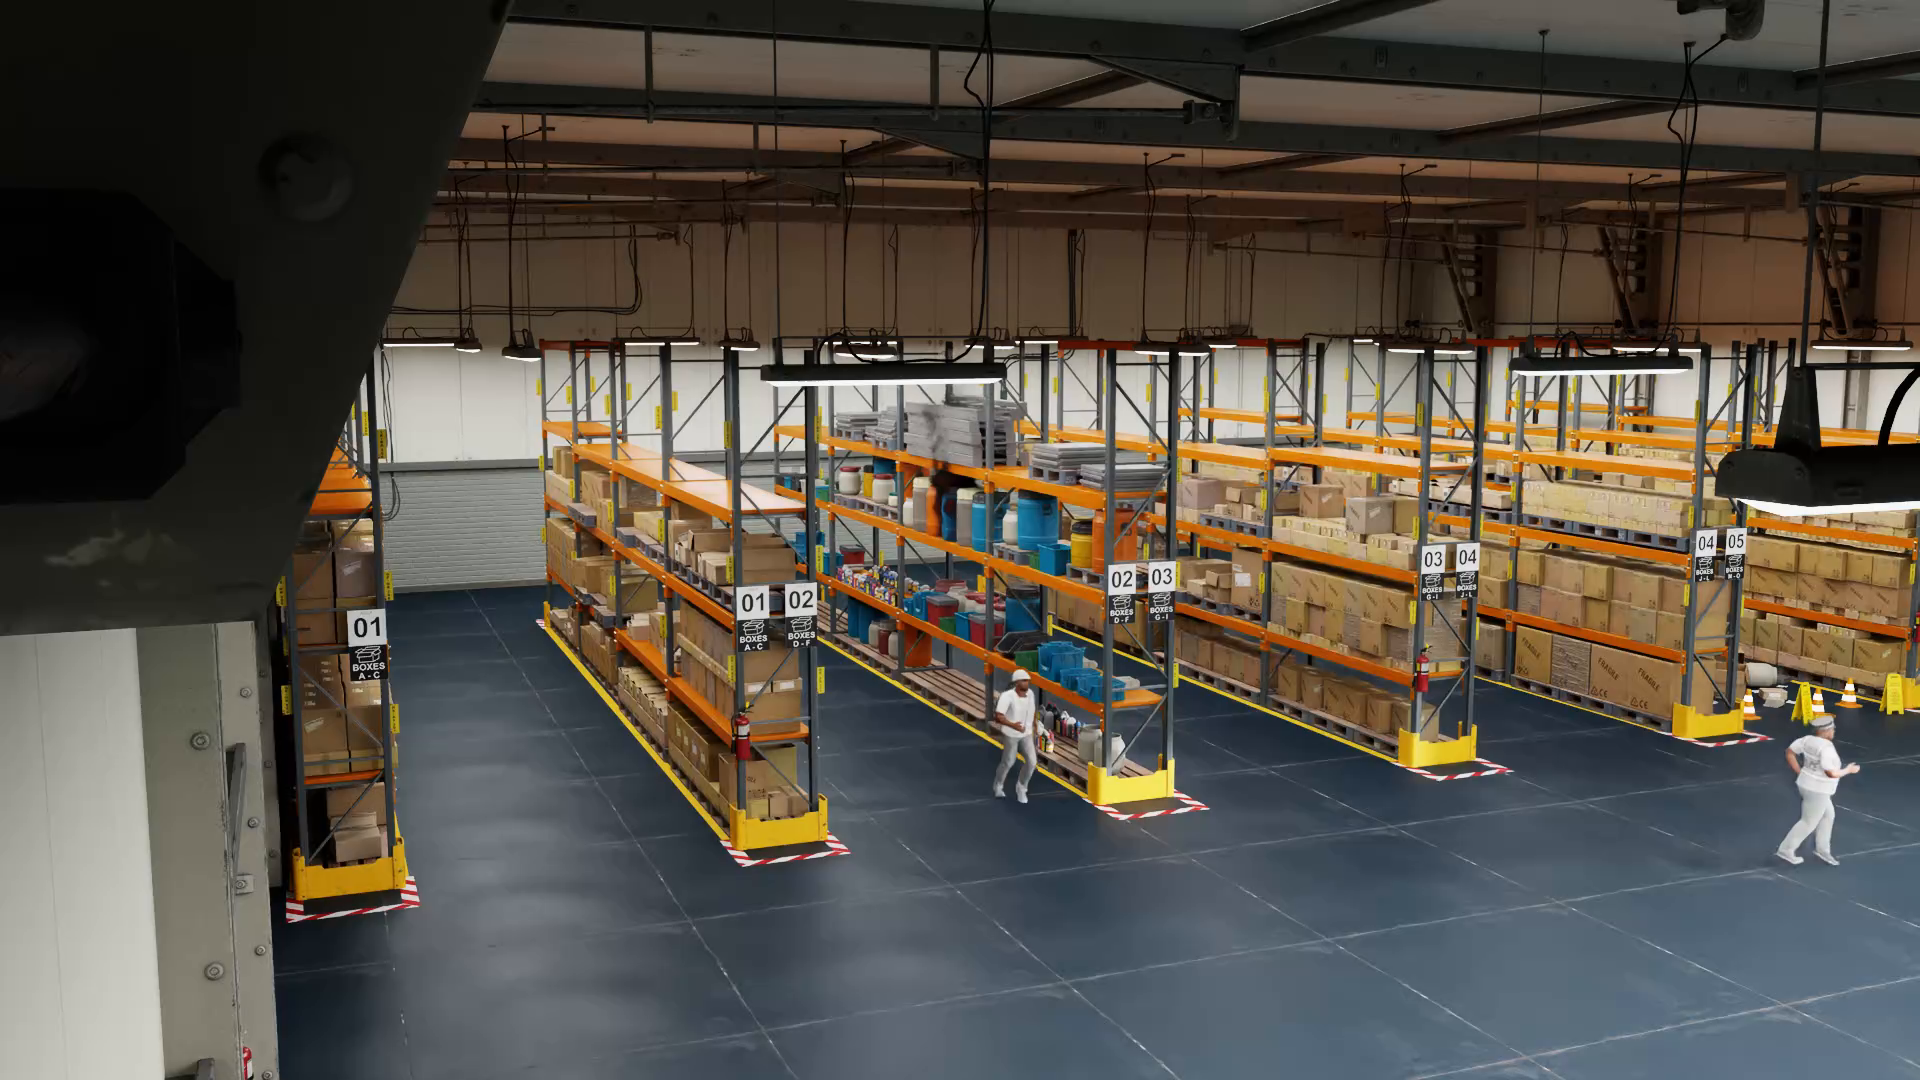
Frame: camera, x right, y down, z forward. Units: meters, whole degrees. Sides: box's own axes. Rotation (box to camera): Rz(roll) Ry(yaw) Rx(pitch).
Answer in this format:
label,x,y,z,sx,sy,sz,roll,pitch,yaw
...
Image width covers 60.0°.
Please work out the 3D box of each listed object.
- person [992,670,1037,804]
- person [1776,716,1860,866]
label,x,y,z,sx,sy,sz,roll,pitch,yaw
person,0.790,2.622,22.101,0.755,1.827,0.650,-5,9,-34
person,9.979,2.949,19.380,0.866,1.833,0.603,1,7,6
